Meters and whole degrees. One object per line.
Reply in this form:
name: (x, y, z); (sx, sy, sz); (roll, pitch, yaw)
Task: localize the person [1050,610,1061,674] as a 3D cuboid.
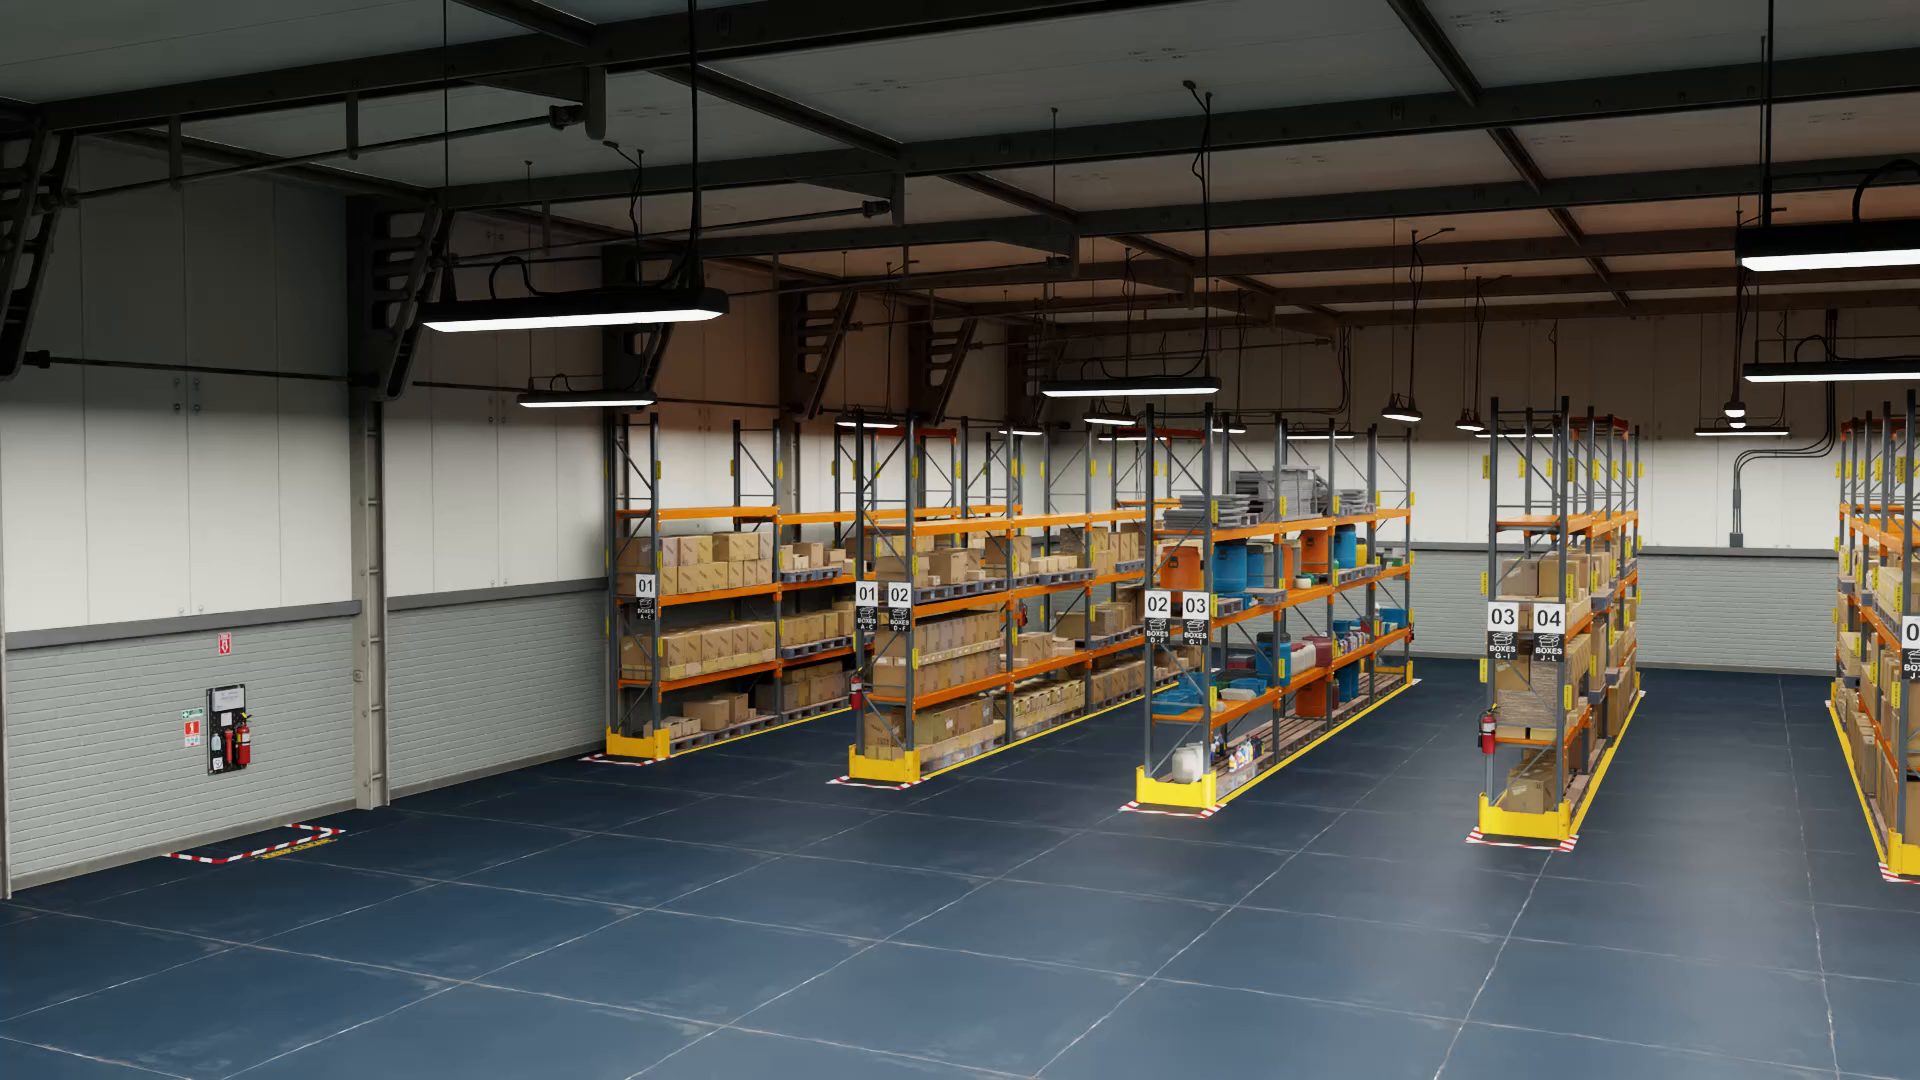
person: (2.429, 2.506, 40.724); (0.450, 1.525, 0.903); (2, 3, 44)

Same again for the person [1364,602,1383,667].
person: (10.171, 2.390, 40.789); (0.592, 1.760, 0.533); (-1, 3, -18)
